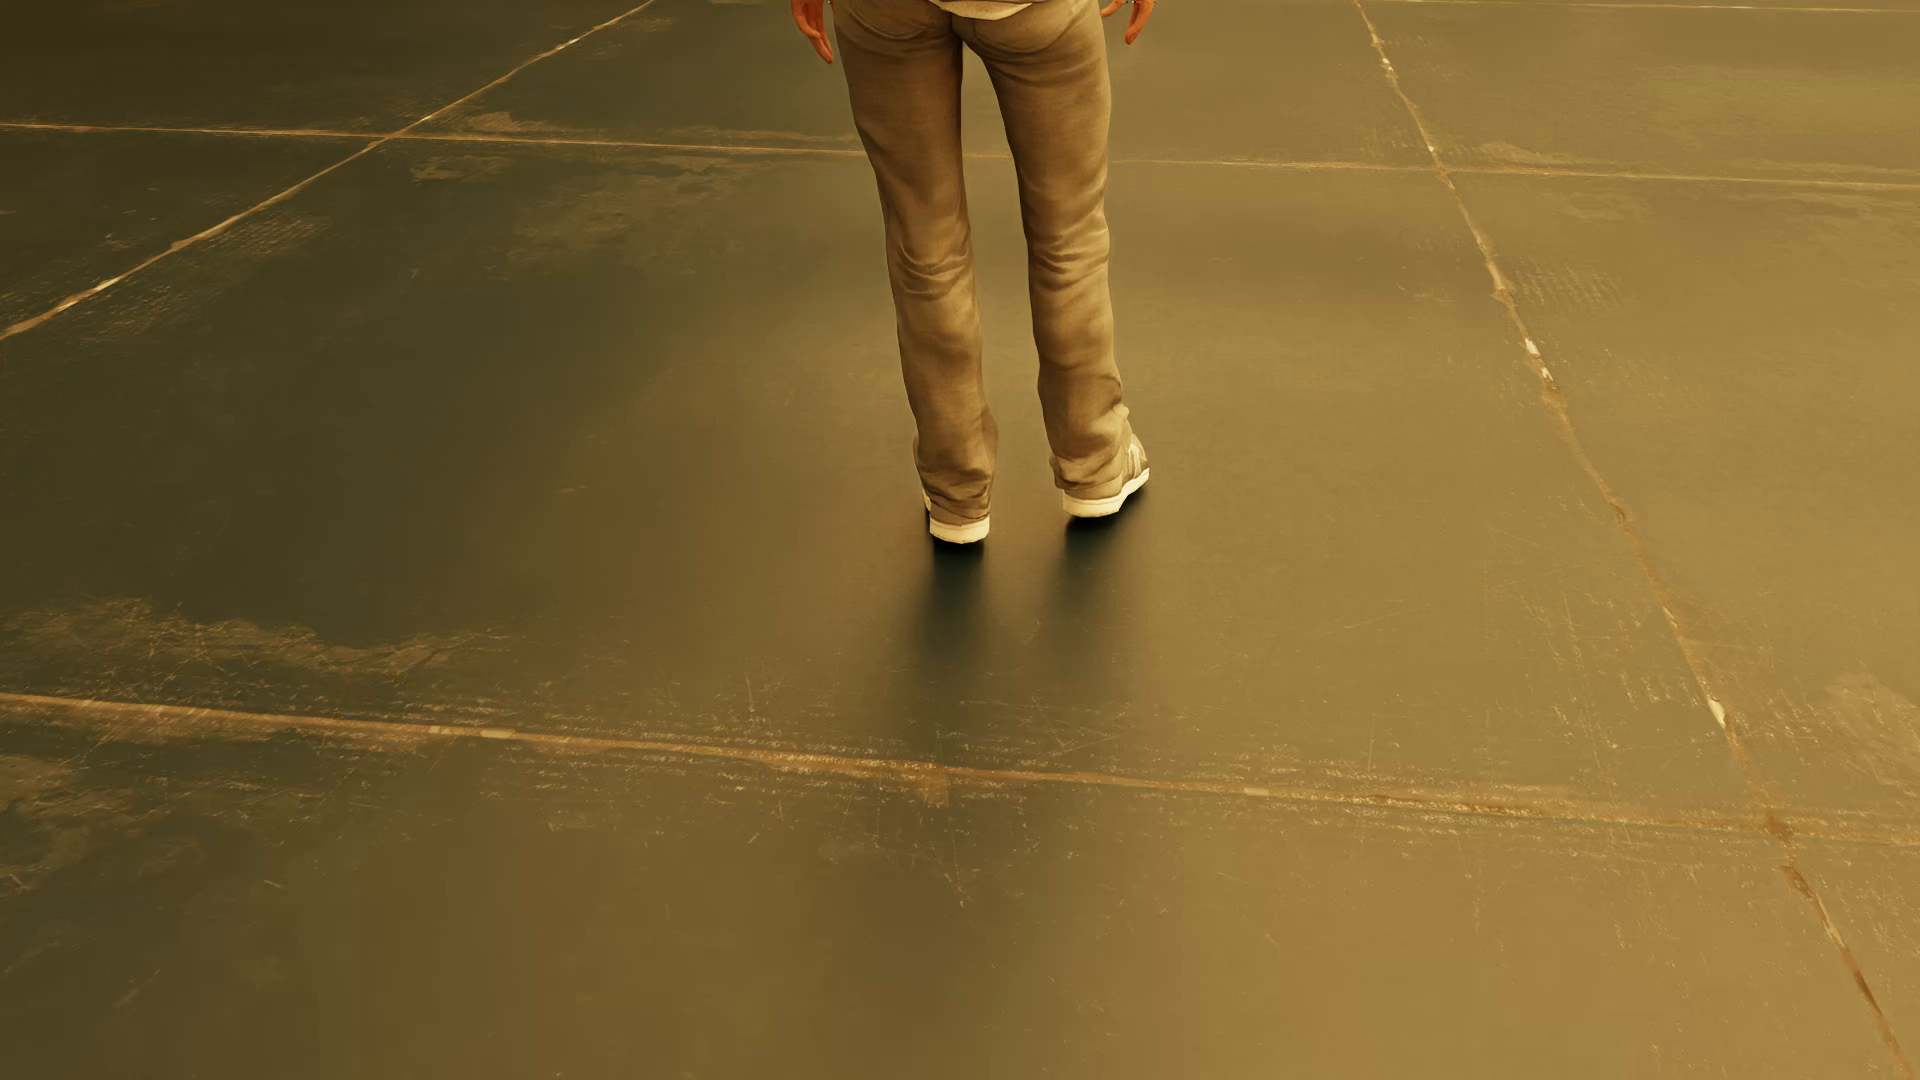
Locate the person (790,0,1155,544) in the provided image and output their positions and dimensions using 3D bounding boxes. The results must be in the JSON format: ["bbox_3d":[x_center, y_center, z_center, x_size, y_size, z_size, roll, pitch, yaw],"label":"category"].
[{"bbox_3d":[0.024,-0.754,2.205,0.520,1.599,0.473,3,27,7],"label":"person"}]
